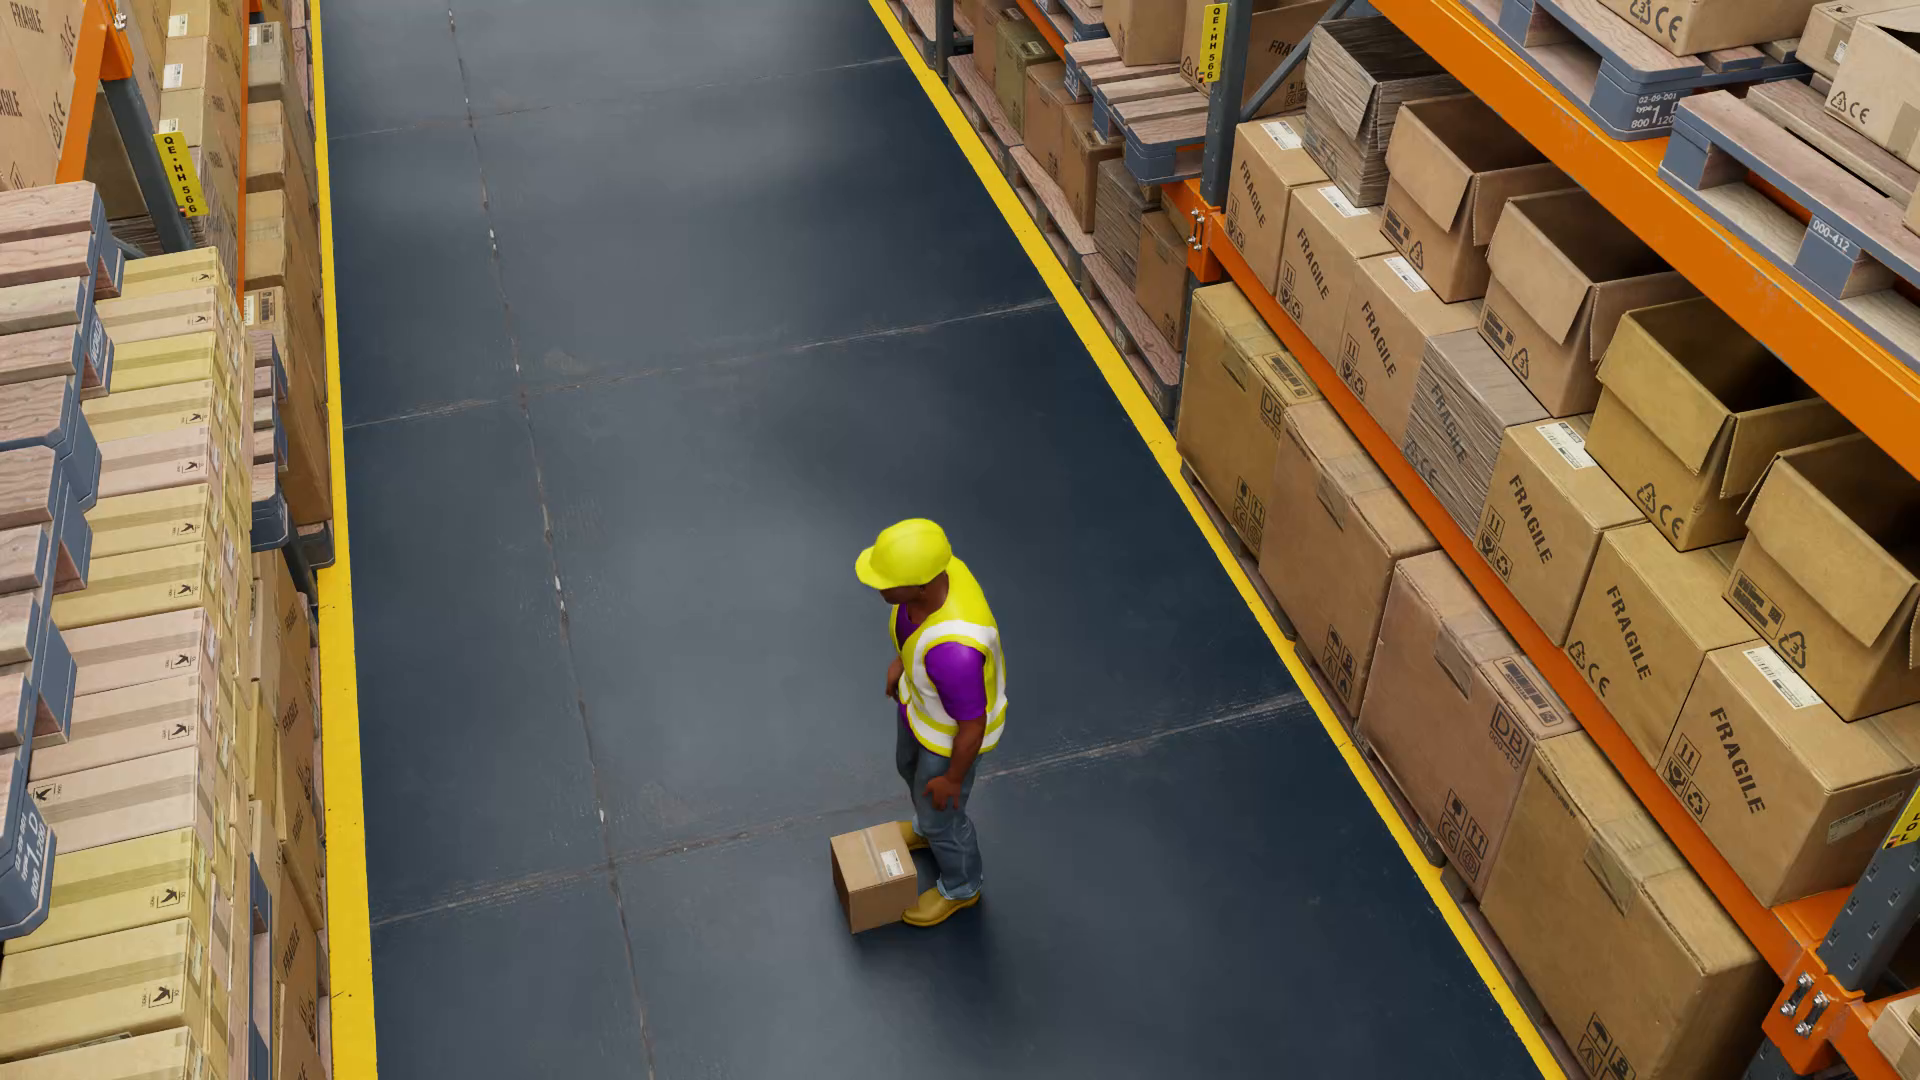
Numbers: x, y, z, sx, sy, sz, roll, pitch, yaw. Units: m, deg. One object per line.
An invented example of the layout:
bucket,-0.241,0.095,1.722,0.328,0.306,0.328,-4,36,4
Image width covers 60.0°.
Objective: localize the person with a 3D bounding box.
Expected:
person,-0.093,0.588,5.492,0.457,1.761,0.626,-11,43,-12
